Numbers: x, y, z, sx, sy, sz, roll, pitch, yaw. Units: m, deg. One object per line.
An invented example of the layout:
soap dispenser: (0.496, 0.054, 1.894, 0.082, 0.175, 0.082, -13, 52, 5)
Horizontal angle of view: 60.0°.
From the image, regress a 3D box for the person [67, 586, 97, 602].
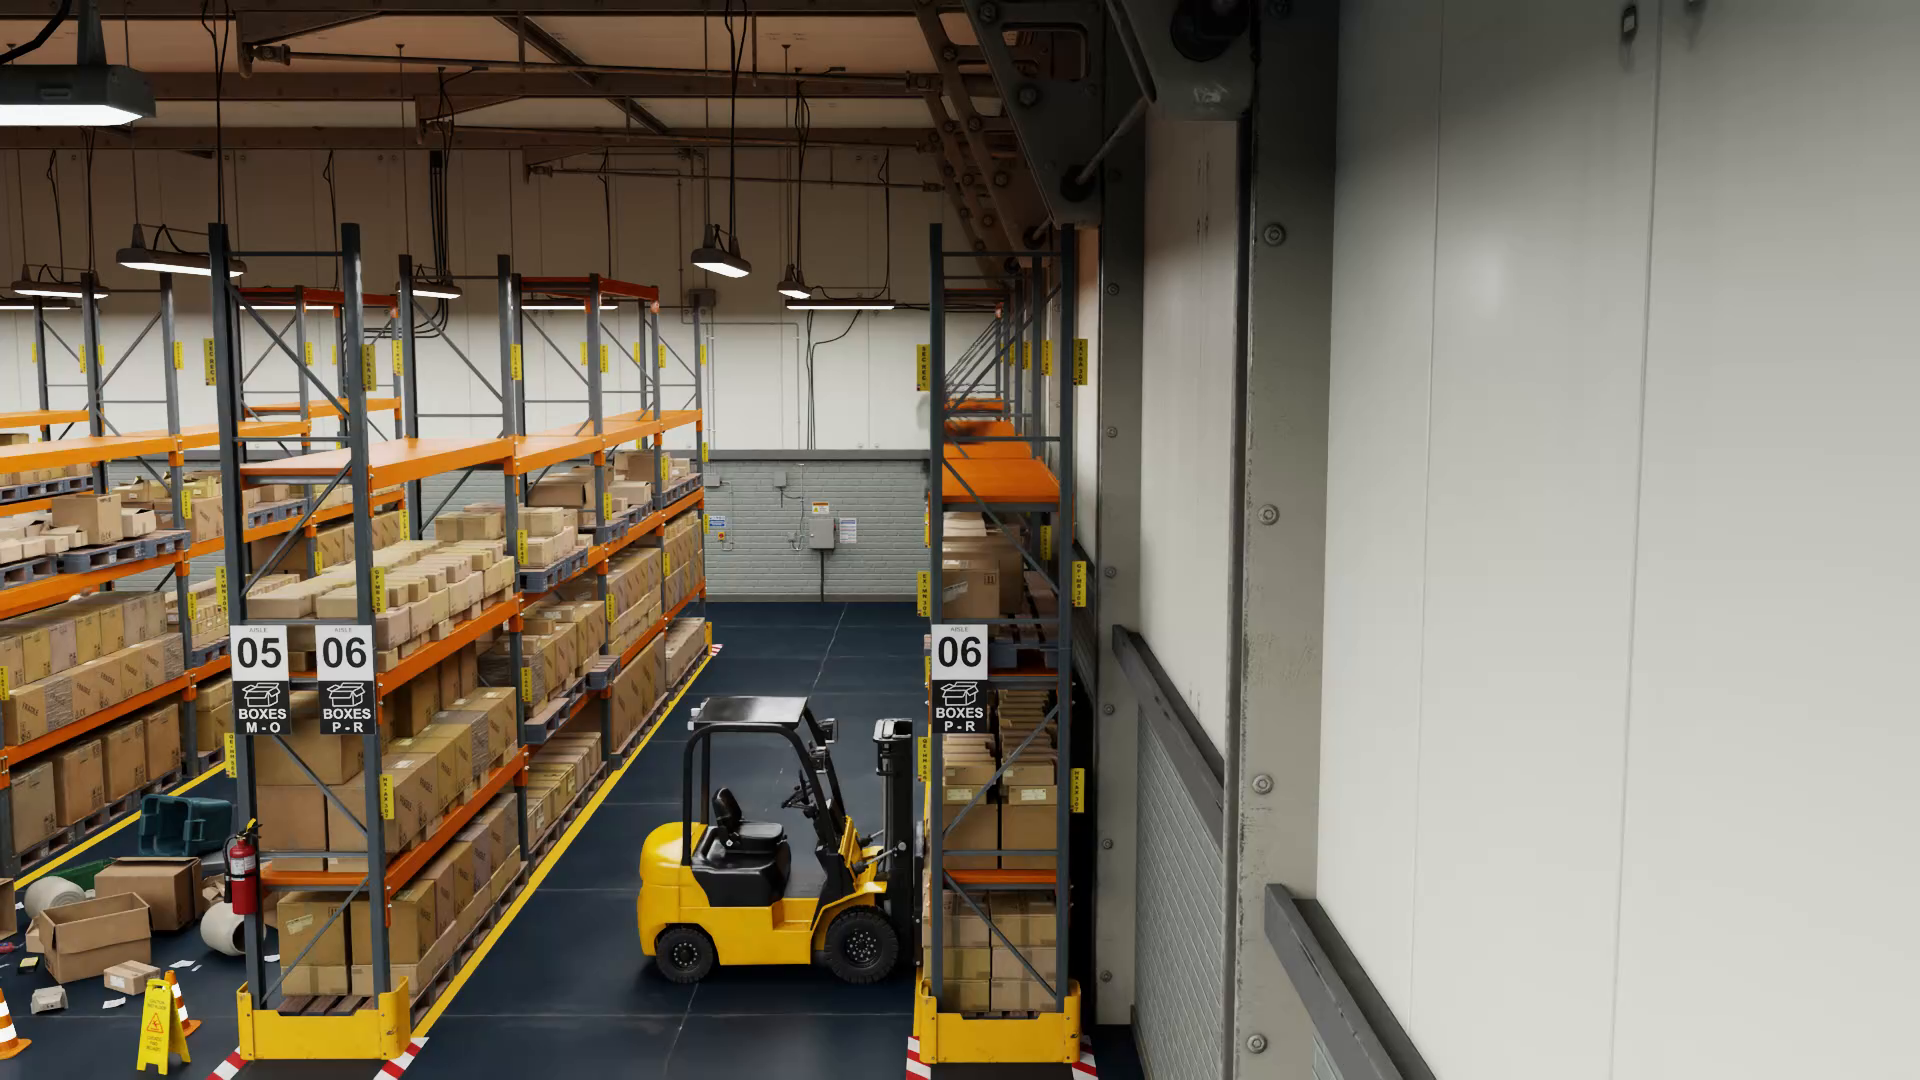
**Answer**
person: (-12.844, 1.411, 24.482, 0.659, 1.791, 0.966, -1, 7, -8)
